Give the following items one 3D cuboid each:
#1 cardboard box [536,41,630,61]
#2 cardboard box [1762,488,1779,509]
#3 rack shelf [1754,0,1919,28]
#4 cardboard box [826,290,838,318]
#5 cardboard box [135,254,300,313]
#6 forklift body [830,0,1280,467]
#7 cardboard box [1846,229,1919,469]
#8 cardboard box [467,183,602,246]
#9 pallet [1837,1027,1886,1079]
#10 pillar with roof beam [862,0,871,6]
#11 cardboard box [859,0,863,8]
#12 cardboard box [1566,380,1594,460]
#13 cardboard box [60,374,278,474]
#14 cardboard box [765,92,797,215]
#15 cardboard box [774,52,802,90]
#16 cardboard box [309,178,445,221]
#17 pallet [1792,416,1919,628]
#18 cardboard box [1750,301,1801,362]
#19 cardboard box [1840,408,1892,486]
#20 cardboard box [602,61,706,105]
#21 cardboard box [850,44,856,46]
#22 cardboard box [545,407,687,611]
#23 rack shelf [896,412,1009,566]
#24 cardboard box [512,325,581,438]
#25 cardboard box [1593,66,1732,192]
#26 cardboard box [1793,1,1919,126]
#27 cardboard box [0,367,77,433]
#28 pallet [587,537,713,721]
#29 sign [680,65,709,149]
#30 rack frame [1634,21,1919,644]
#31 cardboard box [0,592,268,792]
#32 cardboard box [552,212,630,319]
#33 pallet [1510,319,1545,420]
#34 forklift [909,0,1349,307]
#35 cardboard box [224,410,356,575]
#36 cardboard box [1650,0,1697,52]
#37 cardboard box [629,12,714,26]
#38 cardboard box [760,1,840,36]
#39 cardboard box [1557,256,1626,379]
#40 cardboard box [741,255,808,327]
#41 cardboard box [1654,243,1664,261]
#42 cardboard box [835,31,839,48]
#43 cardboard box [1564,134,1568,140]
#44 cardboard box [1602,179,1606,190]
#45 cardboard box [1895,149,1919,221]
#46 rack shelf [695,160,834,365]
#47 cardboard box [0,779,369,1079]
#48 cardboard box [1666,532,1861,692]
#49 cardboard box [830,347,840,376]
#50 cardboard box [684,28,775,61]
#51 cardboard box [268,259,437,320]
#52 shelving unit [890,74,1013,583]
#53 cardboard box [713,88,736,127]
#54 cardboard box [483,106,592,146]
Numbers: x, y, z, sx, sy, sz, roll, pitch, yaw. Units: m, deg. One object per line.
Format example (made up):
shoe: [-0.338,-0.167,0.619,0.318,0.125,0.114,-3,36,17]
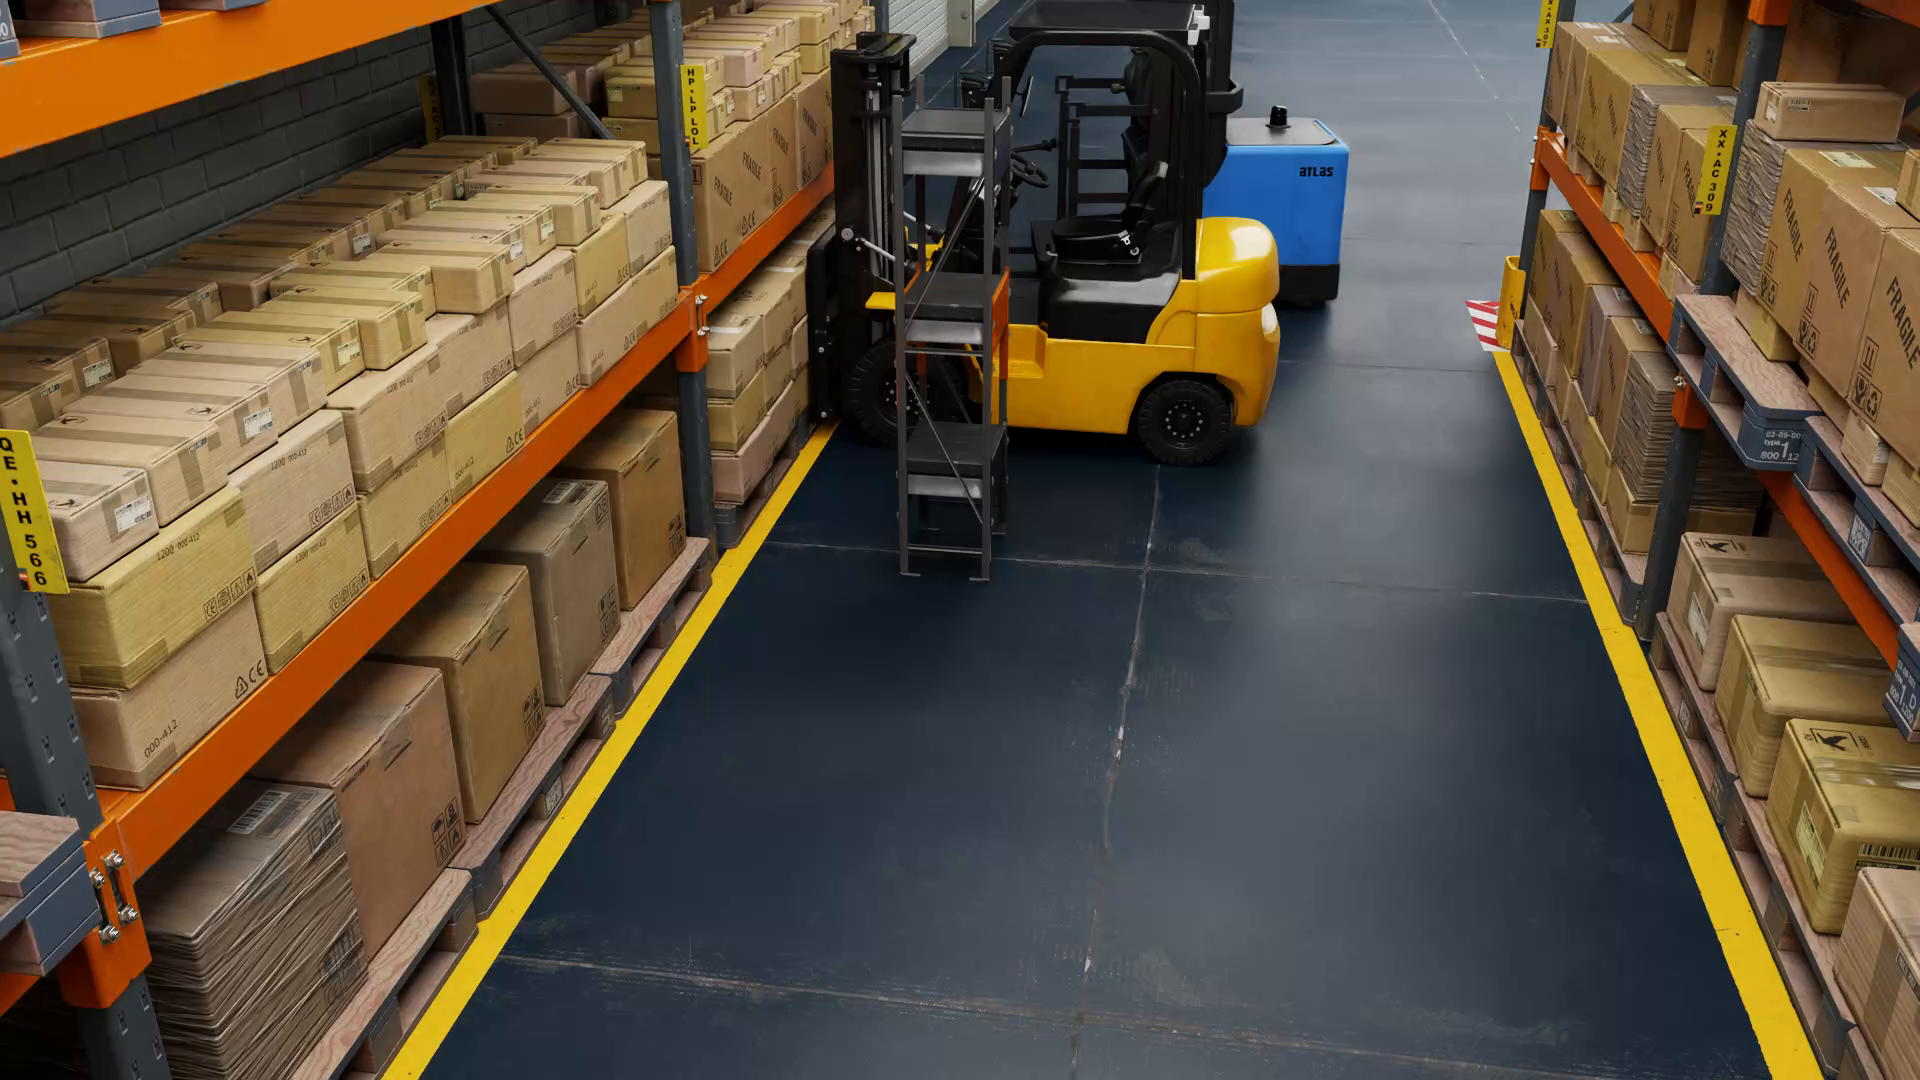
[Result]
cardboard box: [-1.752,-2.219,7.718,0.380,0.149,0.250,4,25,7]
cardboard box: [3.663,-0.438,7.011,0.500,0.500,0.500,5,26,11]
rack shelf: [2.974,-1.122,3.919,1.077,0.370,4.000,4,25,9]
cardboard box: [-0.956,-1.251,9.044,0.500,0.250,0.500,4,25,8]
cardboard box: [-2.165,-0.727,4.883,0.380,0.149,0.250,5,25,10]
forklift body: [0.547,-1.637,8.710,2.313,2.155,1.214,4,25,9]
cardboard box: [2.692,-0.489,4.291,0.500,0.500,0.500,3,25,6]
cardboard box: [-1.462,-1.122,5.725,0.380,0.149,0.250,3,25,7]
pallet: [2.776,1.684,3.904,1.003,0.211,1.213,4,25,9]
pillar with roof beam: [3.282,-7.640,13.458,9.100,9.000,0.400,4,25,9]
cardboard box: [-0.794,-3.250,9.921,0.380,0.149,0.250,4,25,9]
cardboard box: [3.297,-0.572,8.182,0.500,0.250,0.500,4,25,9]
cardboard box: [-1.849,-0.268,3.901,0.380,0.149,0.250,5,25,10]
cardboard box: [-1.116,-1.911,8.177,0.500,0.500,0.500,4,25,8]
cardboard box: [-1.013,-2.367,8.386,0.380,0.149,0.250,3,25,7]
cardboard box: [-2.024,-1.154,5.793,0.380,0.149,0.250,4,25,8]
pallet: [2.930,0.004,4.430,1.003,0.211,1.213,4,25,9]
cardboard box: [2.849,-0.689,5.484,0.380,0.149,0.250,5,25,10]
cardboard box: [2.658,-0.249,4.546,0.380,0.149,0.250,5,26,11]
cardboard box: [-1.316,-1.971,7.189,0.380,0.149,0.250,4,25,9]
cardboard box: [-0.765,-2.762,9.995,0.500,0.500,0.500,3,25,7]
cardboard box: [-1.671,-0.164,6.867,0.875,0.625,0.625,5,26,11]
rack shelf: [-0.027,-0.235,7.460,0.431,0.518,0.480,4,25,9]
cardboard box: [-1.609,-0.555,5.574,0.500,0.250,0.500,4,25,9]
cardboard box: [3.365,-1.956,7.922,0.500,0.500,0.500,4,25,7]
cardboard box: [3.586,-1.727,6.254,0.700,0.500,0.500,4,25,8]
cardboard box: [-2.362,-0.305,3.981,0.380,0.149,0.250,4,25,8]
pallet: [-1.679,0.306,6.847,1.003,0.211,1.213,4,25,9]
sign: [-1.060,-1.723,6.620,0.100,0.325,0.005,4,25,9]
rack frame: [3.301,-0.925,6.189,1.000,3.000,0.127,4,25,9]
cardboard box: [-1.937,0.304,3.738,0.500,0.250,0.500,4,25,9]
cardboard box: [-1.502,-0.988,5.909,0.500,0.250,0.500,3,25,7]
pallet: [3.774,-0.966,9.566,1.003,0.211,1.213,4,25,9]
forklift: [0.984,-3.053,10.814,3.031,2.935,1.130,0,25,-1]
cardboard box: [-1.854,-0.131,4.080,0.500,0.250,0.500,5,26,10]
cardboard box: [3.996,-2.791,8.527,0.700,0.500,0.500,4,25,9]
cardboard box: [-1.490,-2.644,8.626,0.380,0.149,0.250,4,25,9]
cardboard box: [-0.867,-2.818,8.998,0.380,0.149,0.250,5,25,10]
cardboard box: [3.375,-1.127,8.482,0.500,0.500,0.500,5,25,10]
cardboard box: [-1.045,-1.268,8.490,0.500,0.250,0.500,5,26,10]
cardboard box: [3.260,-1.279,7.240,0.380,0.149,0.250,4,25,8]
cardboard box: [-0.890,-2.799,9.309,0.380,0.149,0.250,4,25,8]
cardboard box: [3.695,-2.357,9.543,0.380,0.149,0.250,4,25,9]
cardboard box: [3.464,-1.817,8.389,0.380,0.149,0.250,5,26,10]
cardboard box: [2.799,-0.956,4.524,0.380,0.149,0.250,5,26,11]
rack shelf: [-1.270,-1.778,8.860,1.077,0.370,4.000,4,25,9]
cardboard box: [-2.135,1.030,4.316,0.875,0.625,0.625,5,26,10]
cardboard box: [3.217,0.294,6.188,0.950,0.372,0.625,4,25,9]
cardboard box: [-0.952,-1.033,9.166,0.500,0.250,0.500,5,26,10]
cardboard box: [-1.120,-2.399,8.102,0.380,0.149,0.250,4,25,8]
cardboard box: [-1.760,-0.703,4.830,0.380,0.149,0.250,4,25,9]
shelving unit: [-0.027,-0.882,7.157,0.431,2.100,0.503,4,25,9]
cardboard box: [-1.229,-1.941,7.476,0.380,0.149,0.250,4,25,8]
cardboard box: [-1.798,-1.759,7.087,0.380,0.149,0.250,4,25,8]
